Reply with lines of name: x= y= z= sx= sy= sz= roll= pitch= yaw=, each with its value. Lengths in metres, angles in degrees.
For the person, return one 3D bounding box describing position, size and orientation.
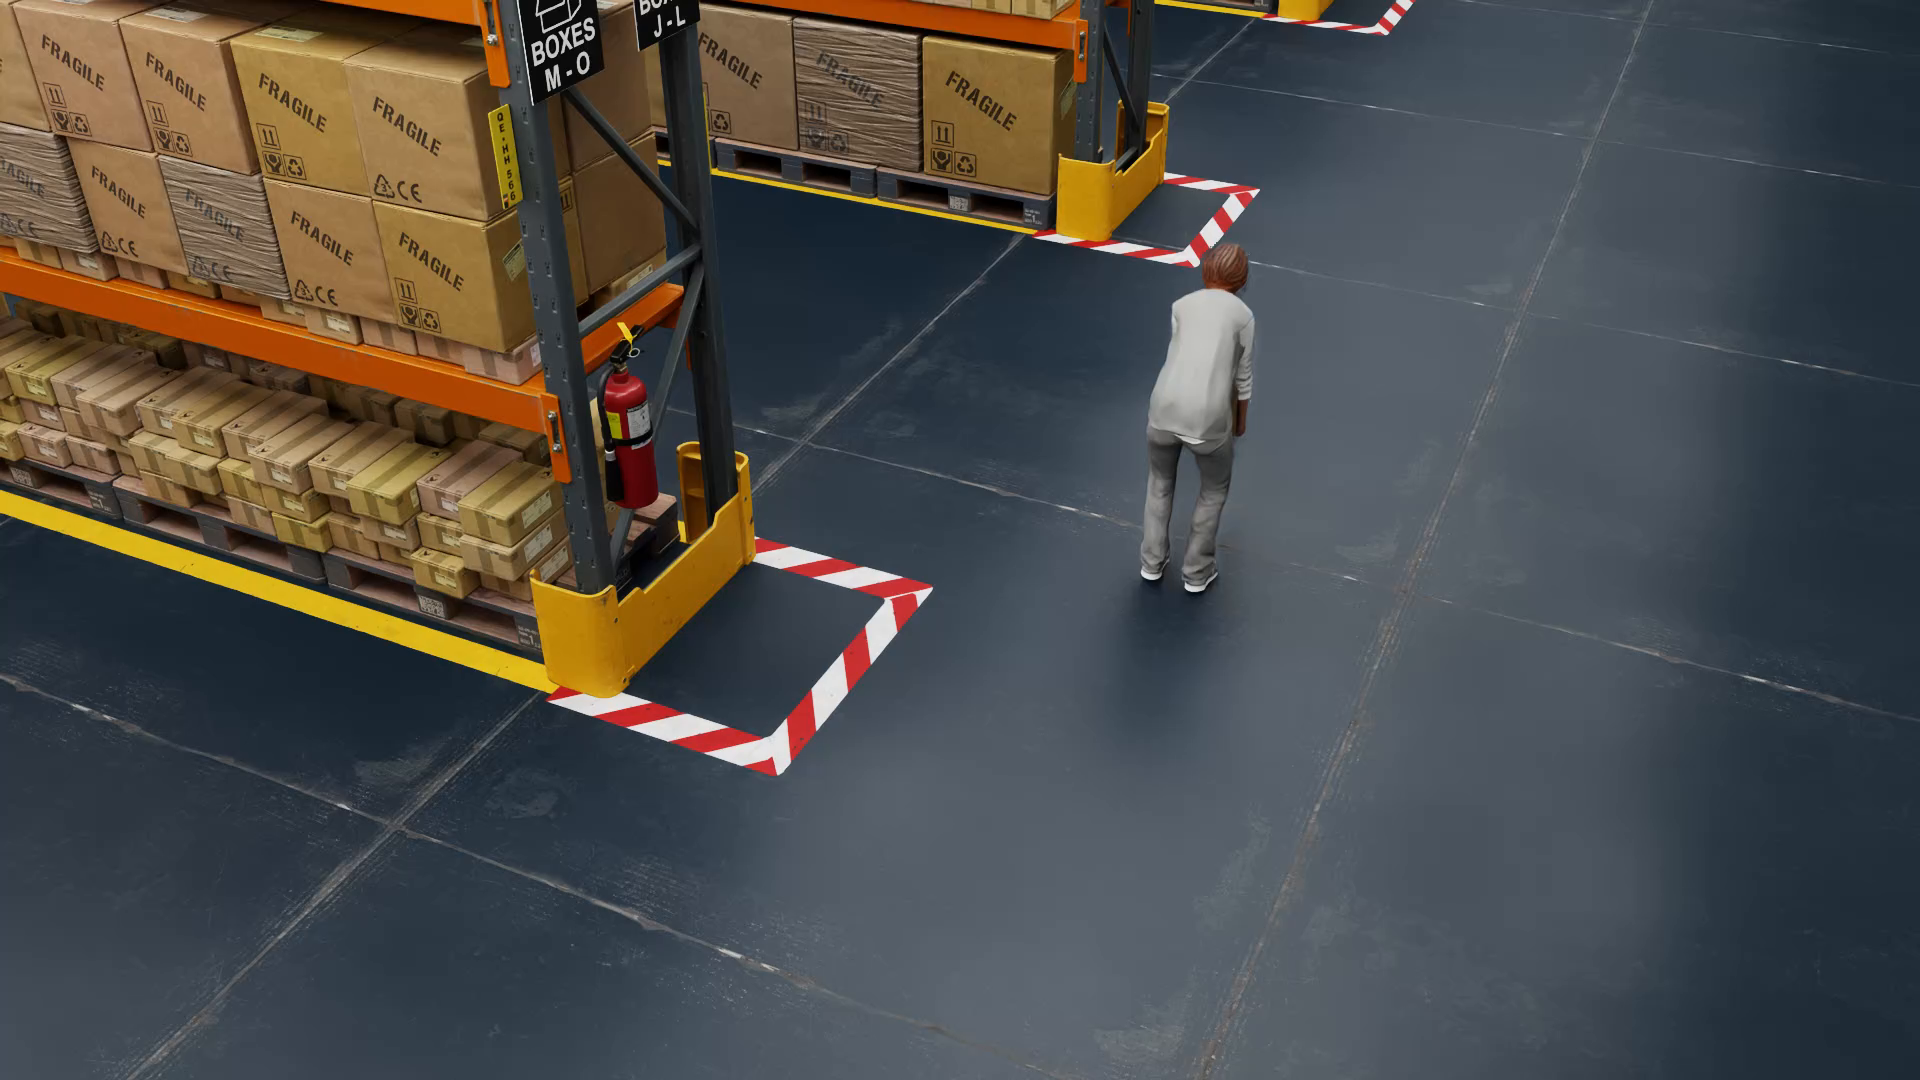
person: x=0.988 y=-0.534 z=6.962 sx=0.372 sy=1.577 sz=0.525 roll=14 pitch=37 yaw=19
